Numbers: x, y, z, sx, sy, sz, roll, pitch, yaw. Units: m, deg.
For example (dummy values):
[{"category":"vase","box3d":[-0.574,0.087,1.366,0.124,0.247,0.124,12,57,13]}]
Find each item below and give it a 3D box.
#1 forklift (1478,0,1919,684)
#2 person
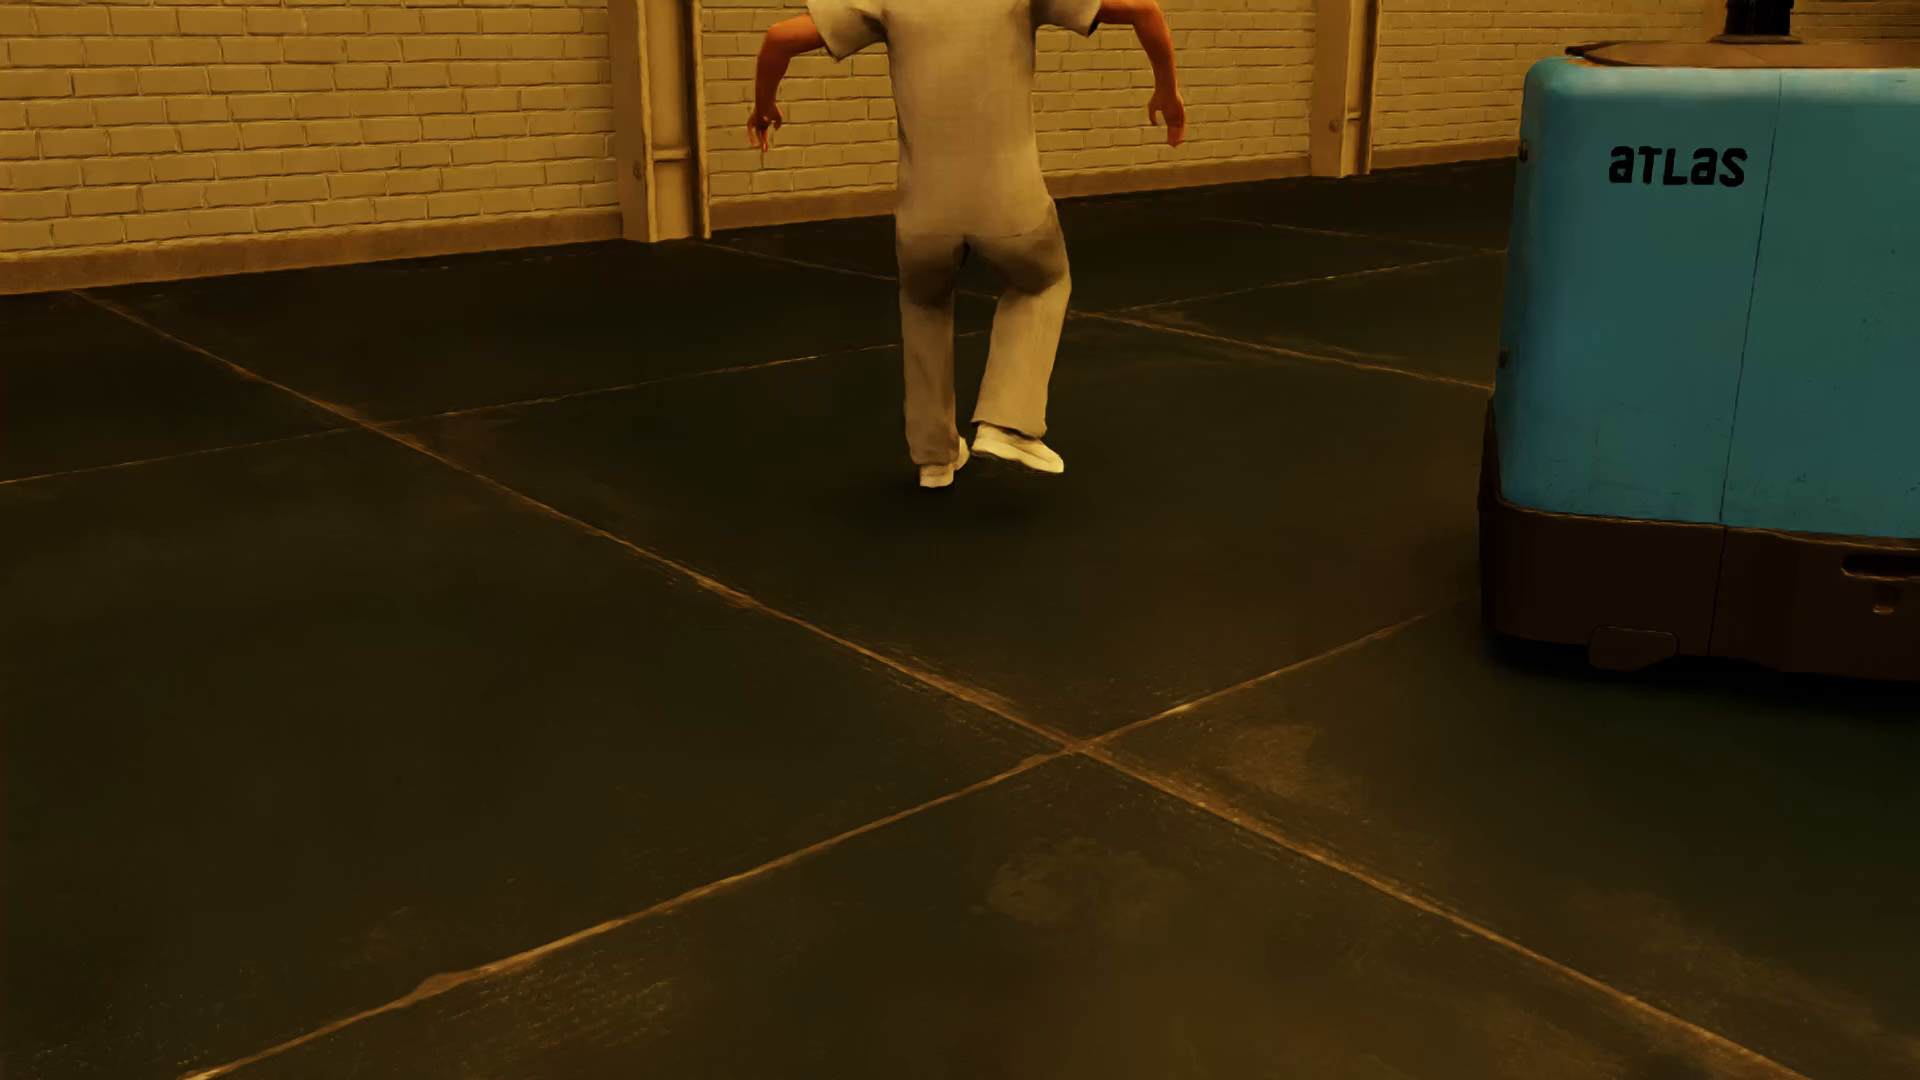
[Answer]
[{"category":"forklift","box3d":[2.559,-1.179,2.709,3.031,2.935,1.130,5,18,15]},{"category":"person","box3d":[0.018,-0.830,3.956,1.023,1.520,0.740,3,18,9]}]
